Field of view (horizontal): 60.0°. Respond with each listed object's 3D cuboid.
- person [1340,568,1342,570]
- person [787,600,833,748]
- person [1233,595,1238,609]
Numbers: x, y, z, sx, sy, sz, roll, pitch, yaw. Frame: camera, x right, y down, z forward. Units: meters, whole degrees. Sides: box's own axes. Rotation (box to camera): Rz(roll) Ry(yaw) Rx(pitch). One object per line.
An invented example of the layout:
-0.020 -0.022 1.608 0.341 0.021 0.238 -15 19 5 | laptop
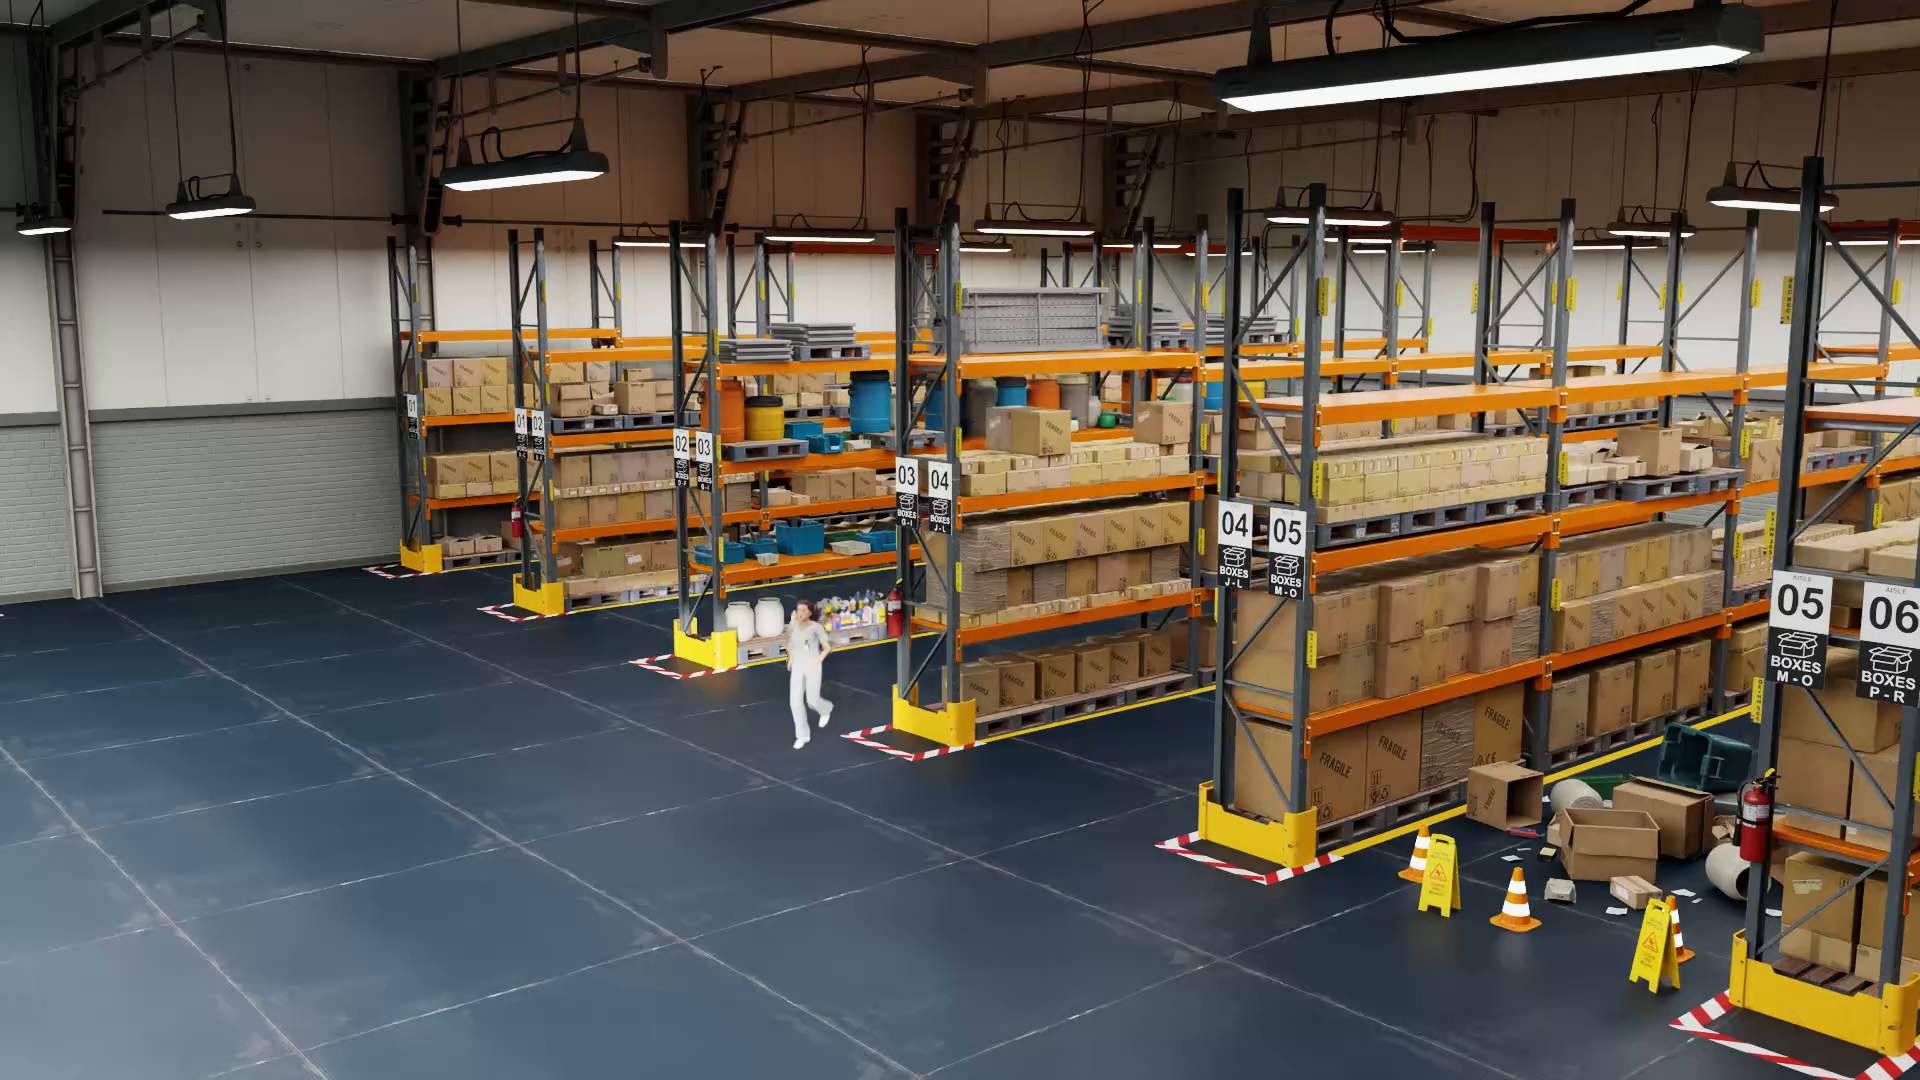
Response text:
4.701 1.175 20.305 0.672 1.756 0.953 7 11 36 | person
-1.714 1.472 18.912 0.556 1.652 0.820 3 9 18 | person
4.381 0.293 26.078 0.657 1.725 0.950 6 11 36 | person
